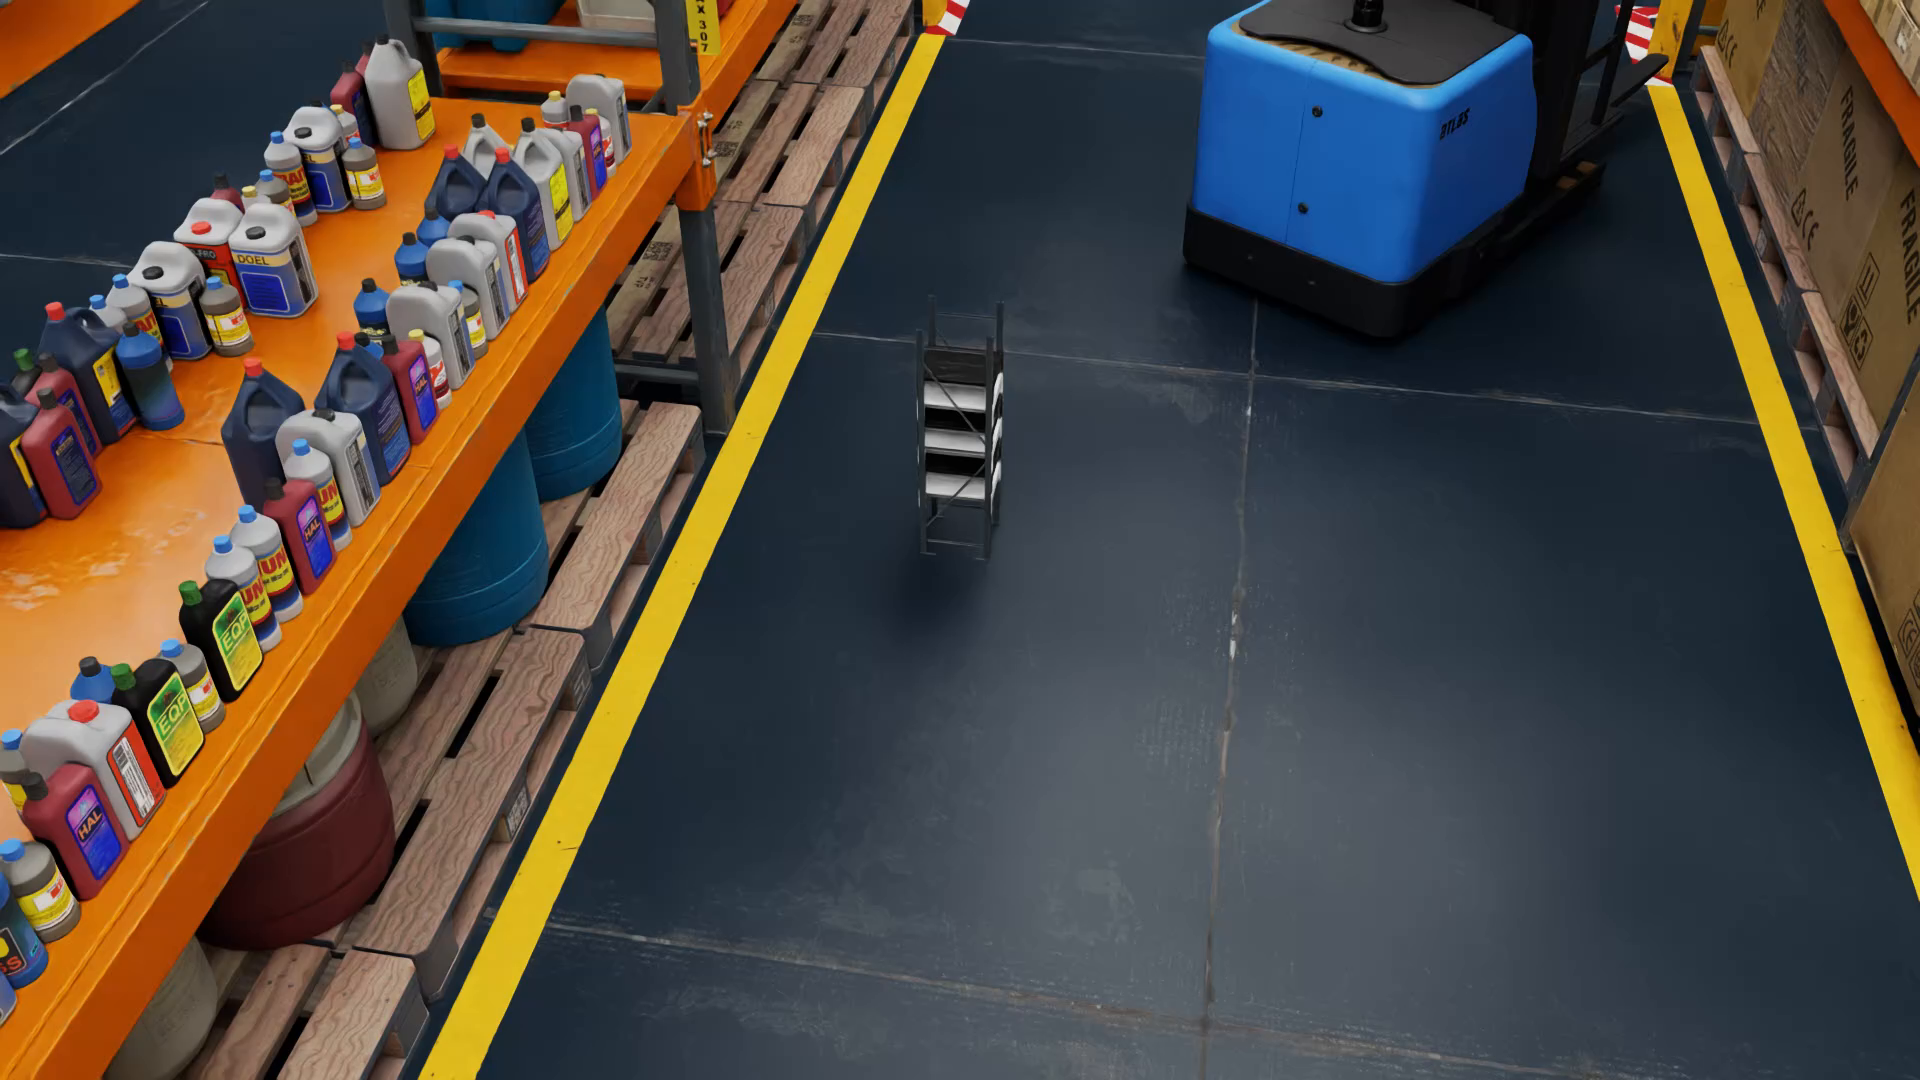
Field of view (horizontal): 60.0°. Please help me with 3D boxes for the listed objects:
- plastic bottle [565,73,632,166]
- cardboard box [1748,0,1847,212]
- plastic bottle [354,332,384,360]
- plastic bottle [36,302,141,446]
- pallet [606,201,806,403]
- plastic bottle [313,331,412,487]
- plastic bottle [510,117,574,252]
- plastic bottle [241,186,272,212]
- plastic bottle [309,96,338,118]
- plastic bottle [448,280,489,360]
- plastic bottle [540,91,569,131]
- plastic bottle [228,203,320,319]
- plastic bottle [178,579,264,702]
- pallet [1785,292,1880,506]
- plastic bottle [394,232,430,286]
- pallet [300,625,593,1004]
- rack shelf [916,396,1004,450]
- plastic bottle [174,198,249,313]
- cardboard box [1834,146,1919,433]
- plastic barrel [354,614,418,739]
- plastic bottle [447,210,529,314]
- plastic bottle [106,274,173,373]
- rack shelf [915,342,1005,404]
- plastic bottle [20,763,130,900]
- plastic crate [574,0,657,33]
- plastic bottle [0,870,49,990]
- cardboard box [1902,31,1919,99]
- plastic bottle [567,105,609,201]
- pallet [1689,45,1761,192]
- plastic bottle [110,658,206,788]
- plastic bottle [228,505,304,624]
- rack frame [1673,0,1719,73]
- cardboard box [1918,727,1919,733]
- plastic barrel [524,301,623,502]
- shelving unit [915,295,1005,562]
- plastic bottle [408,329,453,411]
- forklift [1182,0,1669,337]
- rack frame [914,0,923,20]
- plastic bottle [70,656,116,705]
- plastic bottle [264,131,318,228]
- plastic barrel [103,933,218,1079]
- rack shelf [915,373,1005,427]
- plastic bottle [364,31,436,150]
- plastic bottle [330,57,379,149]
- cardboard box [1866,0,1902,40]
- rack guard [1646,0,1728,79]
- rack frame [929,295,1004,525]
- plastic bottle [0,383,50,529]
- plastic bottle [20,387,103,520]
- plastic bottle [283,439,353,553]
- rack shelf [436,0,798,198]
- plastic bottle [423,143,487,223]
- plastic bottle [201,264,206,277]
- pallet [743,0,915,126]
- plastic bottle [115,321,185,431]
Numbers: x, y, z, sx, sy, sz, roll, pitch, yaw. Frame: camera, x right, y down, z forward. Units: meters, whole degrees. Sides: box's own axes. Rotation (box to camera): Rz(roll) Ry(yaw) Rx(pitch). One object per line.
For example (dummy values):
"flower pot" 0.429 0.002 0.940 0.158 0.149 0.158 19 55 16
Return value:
"plastic bottle" -1.101 -1.301 5.067 0.152 0.276 0.135 6 40 8
"cardboard box" 4.030 -1.957 7.101 0.875 0.875 0.875 6 40 8
"plastic bottle" -1.391 -0.370 3.945 0.097 0.271 0.097 0 40 0
"plastic bottle" -2.072 -0.415 3.937 0.144 0.351 0.185 6 40 8
"pallet" -1.262 -1.023 6.821 1.003 0.211 1.213 6 40 8
"plastic bottle" -1.378 -0.308 3.808 0.144 0.351 0.185 6 40 8
"plastic bottle" -1.188 -1.000 4.644 0.144 0.351 0.185 6 40 8
"plastic bottle" -1.950 -0.885 4.622 0.097 0.201 0.097 0 40 0
"plastic bottle" -1.877 -1.180 4.924 0.097 0.271 0.097 0 40 0
"plastic bottle" -1.268 -0.566 4.236 0.097 0.201 0.097 0 40 0
"plastic bottle" -1.227 -1.274 5.093 0.097 0.201 0.097 0 40 0
"plastic bottle" -1.817 -0.737 4.385 0.152 0.276 0.135 6 40 8
"plastic bottle" -1.462 0.174 3.278 0.061 0.283 0.133 6 40 8
"pallet" 3.736 -0.479 6.164 1.003 0.211 1.213 6 40 8
"plastic bottle" -1.401 -0.671 4.308 0.097 0.271 0.097 0 40 0
"pallet" -1.734 0.691 4.749 1.003 0.211 1.213 6 40 8
"rack shelf" 0.001 -0.396 5.433 0.258 0.077 0.200 6 40 8
"plastic bottle" -1.967 -0.754 4.405 0.152 0.276 0.135 6 40 8
"cardboard box" 3.720 -0.834 5.742 0.875 0.875 0.875 6 40 8
"plastic barrel" -1.770 0.294 4.663 0.421 0.512 0.421 0 40 0
"plastic bottle" -1.251 -0.755 4.406 0.152 0.276 0.135 6 40 8
"plastic bottle" -2.054 -0.537 4.147 0.097 0.271 0.097 0 40 0
"rack shelf" 0.001 -0.534 5.319 0.258 0.077 0.200 6 40 8
"plastic bottle" -1.548 0.487 2.899 0.061 0.283 0.133 6 40 8
"plastic crate" -1.130 -1.829 5.768 0.396 0.136 0.243 6 40 8
"plastic bottle" -1.603 0.623 2.744 0.097 0.271 0.097 0 40 0
"cardboard box" 3.346 -1.539 5.454 0.380 0.149 0.250 6 40 7
"plastic bottle" -1.096 -1.153 4.883 0.061 0.283 0.133 6 40 8
"pallet" 4.158 -2.011 8.016 1.003 0.211 1.213 6 40 8
"plastic bottle" -1.502 0.318 3.102 0.061 0.283 0.133 6 40 8
"plastic bottle" -1.443 0.043 3.445 0.097 0.271 0.097 0 40 0
"rack frame" 4.219 -3.596 7.745 1.000 3.000 0.127 6 40 8
"cardboard box" 3.282 0.536 4.085 1.225 0.875 0.875 5 40 6
"plastic barrel" -1.462 -0.645 5.493 0.600 0.901 0.708 6 40 8
"shelving unit" 0.001 -0.352 5.469 0.258 0.900 0.210 6 40 8
"plastic bottle" -1.308 -0.420 4.060 0.097 0.201 0.097 0 40 0
"forklift" 2.303 -2.798 6.834 1.130 2.935 3.031 29 48 31
"rack frame" -0.659 -4.142 8.406 1.000 3.000 0.127 6 40 8
"plastic bottle" -1.583 0.326 3.103 0.097 0.271 0.097 0 40 0
"plastic bottle" -1.917 -1.034 4.748 0.097 0.271 0.097 0 40 0
"plastic barrel" -1.966 1.003 3.806 0.421 0.512 0.421 0 40 0
"rack shelf" 0.001 -0.465 5.376 0.258 0.077 0.200 6 40 8
"plastic bottle" -1.738 -1.402 5.130 0.144 0.351 0.185 6 40 8
"plastic bottle" -1.858 -1.320 5.084 0.061 0.283 0.133 6 40 8
"cardboard box" 3.435 -1.862 5.845 0.380 0.149 0.250 7 40 9
"rack guard" 4.224 -2.647 8.560 1.175 0.500 0.348 6 40 8
"rack frame" 0.019 -0.416 5.547 0.240 0.900 0.006 6 40 8
"plastic bottle" -2.127 -0.216 3.696 0.144 0.351 0.185 6 40 8
"plastic bottle" -2.022 -0.195 3.723 0.061 0.283 0.133 6 40 8
"plastic bottle" -1.403 -0.102 3.620 0.097 0.271 0.097 0 40 0
"rack shelf" -1.005 -2.609 7.117 1.077 0.370 4.000 6 40 8
"plastic bottle" -1.362 -0.900 4.523 0.144 0.351 0.185 6 40 8
"plastic bottle" -2.014 -0.656 4.345 0.097 0.201 0.097 0 40 0
"pallet" -0.840 -2.554 8.673 1.003 0.211 1.213 6 40 8
"plastic bottle" -1.945 -0.399 3.980 0.097 0.271 0.097 0 40 0
